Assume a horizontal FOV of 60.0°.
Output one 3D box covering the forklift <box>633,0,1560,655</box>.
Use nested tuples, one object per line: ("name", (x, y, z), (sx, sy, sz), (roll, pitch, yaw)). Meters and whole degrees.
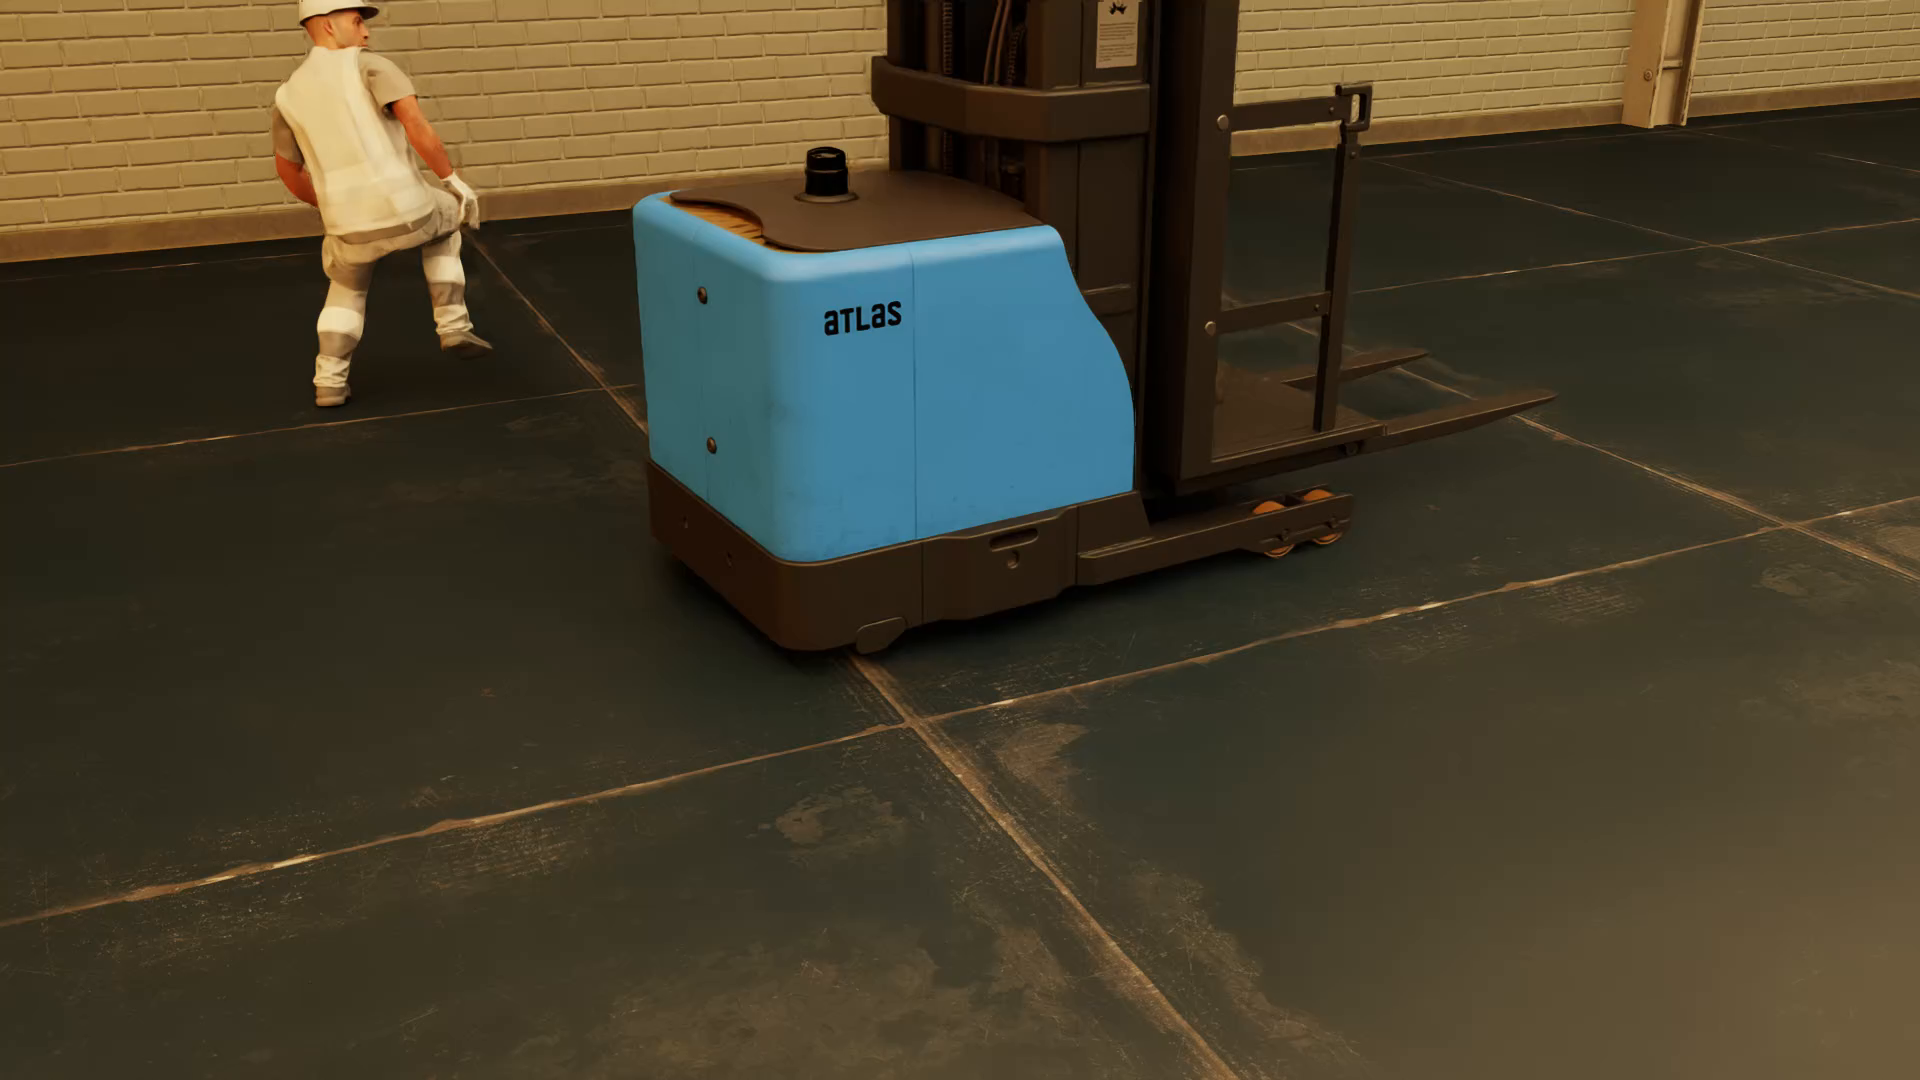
("forklift", (0.604, -1.460, 4.801), (3.031, 2.935, 1.130), (-13, 26, -29))

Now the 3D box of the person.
("person", (-2.155, -1.289, 6.261), (0.801, 1.542, 0.701), (-1, 23, -2))
